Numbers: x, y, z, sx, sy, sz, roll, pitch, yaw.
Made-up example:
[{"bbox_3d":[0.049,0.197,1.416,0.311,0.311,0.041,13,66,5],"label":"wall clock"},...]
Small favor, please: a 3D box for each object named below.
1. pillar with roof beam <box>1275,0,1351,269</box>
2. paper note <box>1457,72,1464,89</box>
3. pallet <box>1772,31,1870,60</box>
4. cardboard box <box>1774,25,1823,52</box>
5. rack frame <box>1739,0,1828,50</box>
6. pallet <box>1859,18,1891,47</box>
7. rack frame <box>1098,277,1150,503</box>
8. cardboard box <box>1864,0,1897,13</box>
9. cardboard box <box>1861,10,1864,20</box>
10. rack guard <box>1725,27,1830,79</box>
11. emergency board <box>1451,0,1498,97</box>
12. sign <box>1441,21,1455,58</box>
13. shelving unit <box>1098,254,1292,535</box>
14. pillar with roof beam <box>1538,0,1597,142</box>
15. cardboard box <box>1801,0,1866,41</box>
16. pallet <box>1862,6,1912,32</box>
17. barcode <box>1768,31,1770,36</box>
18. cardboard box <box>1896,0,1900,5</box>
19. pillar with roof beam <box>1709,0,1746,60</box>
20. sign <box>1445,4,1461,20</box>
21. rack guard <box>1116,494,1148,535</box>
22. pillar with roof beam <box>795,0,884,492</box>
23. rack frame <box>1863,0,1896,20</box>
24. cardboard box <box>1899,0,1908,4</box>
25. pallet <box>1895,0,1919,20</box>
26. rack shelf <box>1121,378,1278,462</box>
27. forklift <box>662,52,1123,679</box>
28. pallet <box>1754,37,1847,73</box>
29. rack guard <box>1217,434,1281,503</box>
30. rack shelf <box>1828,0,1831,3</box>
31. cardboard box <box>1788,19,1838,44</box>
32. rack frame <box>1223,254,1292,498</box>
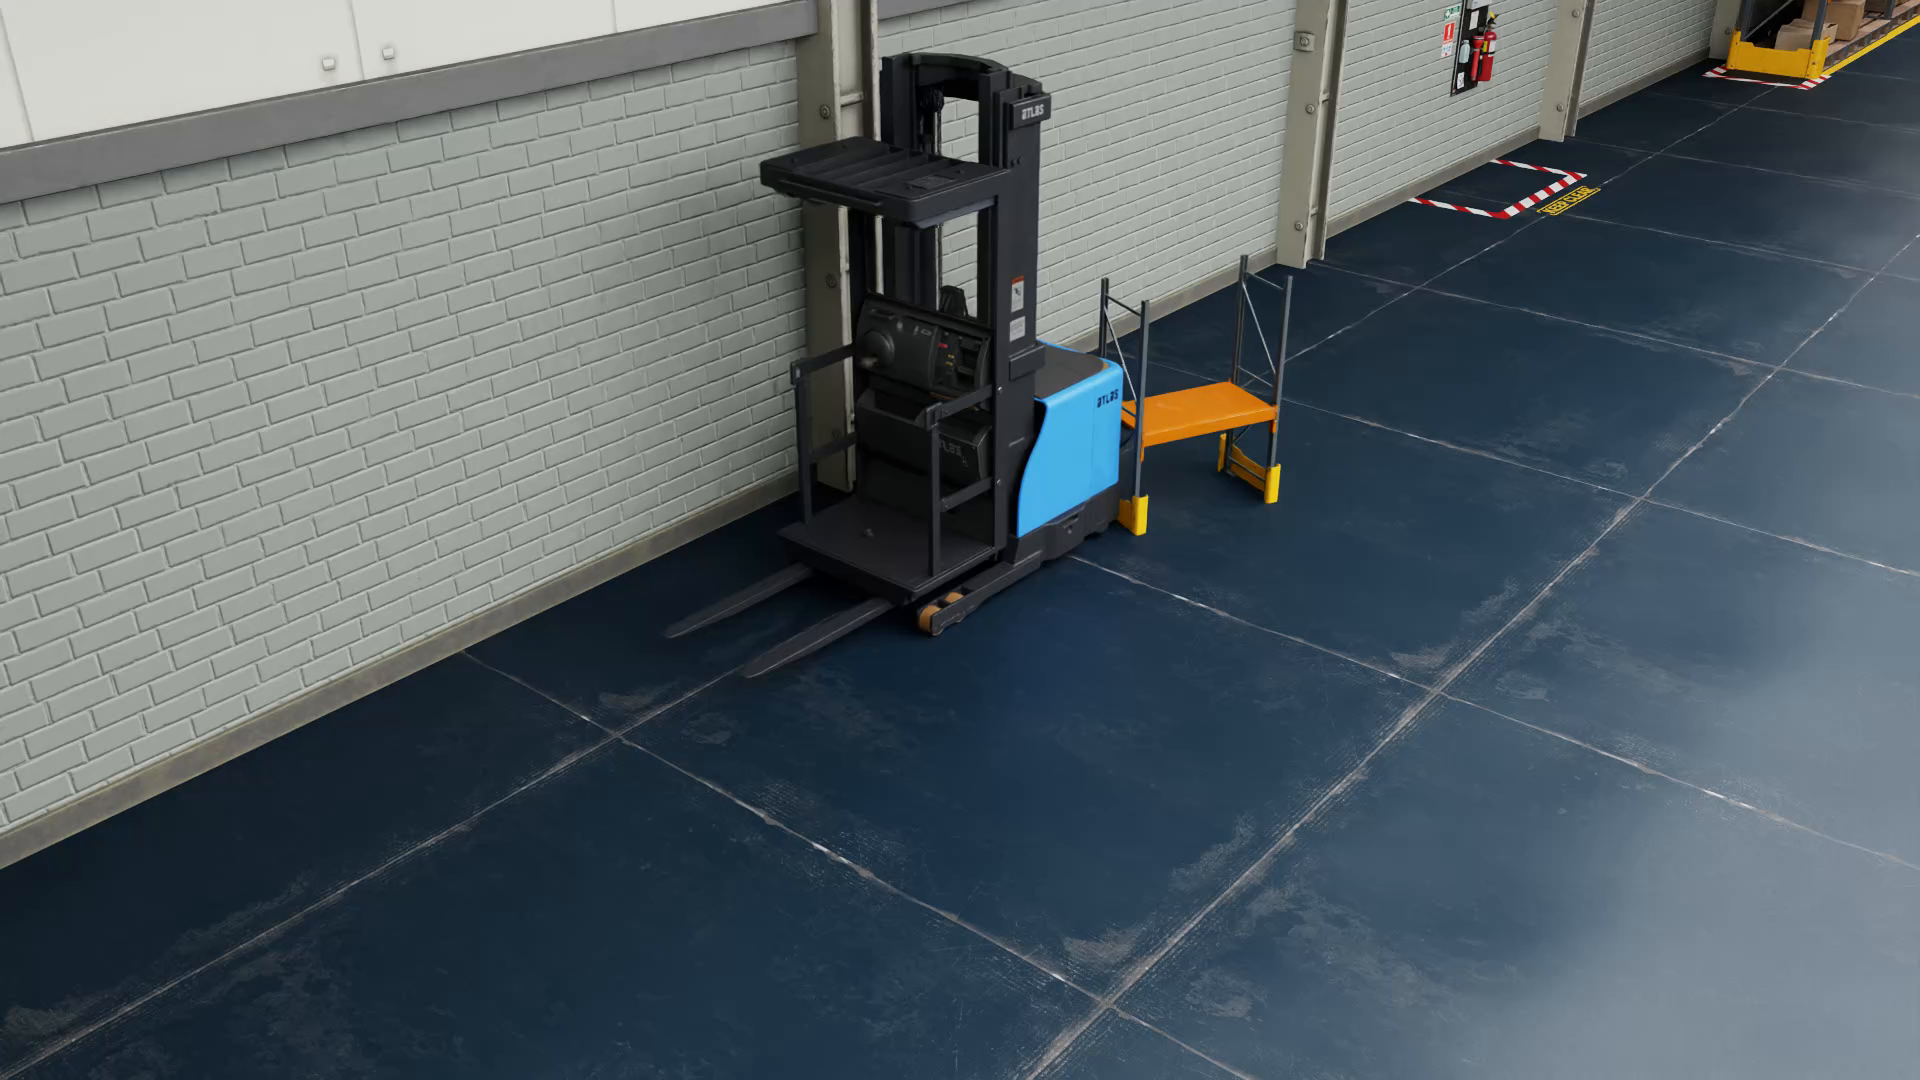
[{"bbox_3d":[6.413,-5.293,10.688,9.100,9.000,0.400,21,34,34],"label":"pillar with roof beam"},{"bbox_3d":[5.140,-4.715,17.058,0.016,0.148,0.142,21,34,34],"label":"paper note"},{"bbox_3d":[12.315,-7.137,23.816,1.003,0.211,1.213,21,34,34],"label":"pallet"},{"bbox_3d":[11.456,-6.860,22.694,0.500,0.311,0.500,17,32,29],"label":"cardboard box"},{"bbox_3d":[10.946,-7.640,21.754,1.000,3.000,0.127,21,34,34],"label":"rack frame"},{"bbox_3d":[13.091,-7.571,24.656,1.003,0.211,1.213,21,34,34],"label":"pallet"},{"bbox_3d":[0.980,-0.821,10.204,0.032,1.500,0.500,-13,30,-23],"label":"rack frame"},{"bbox_3d":[13.946,-8.409,25.482,0.700,0.500,0.500,22,35,36],"label":"cardboard box"},{"bbox_3d":[13.173,-7.797,24.662,0.380,0.166,0.250,16,31,28],"label":"cardboard box"},{"bbox_3d":[10.995,-6.557,22.380,1.175,0.500,0.348,21,34,34],"label":"rack guard"},{"bbox_3d":[5.306,-5.149,16.938,0.194,1.169,0.643,21,34,34],"label":"emergency board"},{"bbox_3d":[4.875,-4.999,16.609,0.001,0.329,0.234,21,34,34],"label":"sign"},{"bbox_3d":[1.443,-0.927,10.409,1.083,1.500,0.587,-13,30,-23],"label":"shelving unit"},{"bbox_3d":[10.229,-7.420,14.800,9.100,9.000,0.400,21,34,34],"label":"pillar with roof beam"},{"bbox_3d":[12.324,-7.392,23.516,0.700,0.500,0.500,18,33,31],"label":"cardboard box"},{"bbox_3d":[13.985,-8.096,25.670,1.003,0.211,1.213,21,34,34],"label":"pallet"},{"bbox_3d":[11.159,-6.988,22.930,0.001,0.075,0.075,21,34,34],"label":"barcode"},{"bbox_3d":[14.236,-8.607,25.865,0.700,0.500,0.500,20,33,33],"label":"cardboard box"},{"bbox_3d":[14.046,-9.547,18.912,9.100,9.000,0.400,21,34,34],"label":"pillar with roof beam"},{"bbox_3d":[4.885,-5.233,16.486,0.001,0.109,0.331,21,34,34],"label":"sign"},{"bbox_3d":[0.997,-0.270,10.499,0.087,0.250,0.587,-13,30,-23],"label":"rack guard"},{"bbox_3d":[2.597,-3.166,6.575,9.100,9.000,0.400,21,34,34],"label":"pillar with roof beam"},{"bbox_3d":[13.490,-9.058,24.495,1.000,3.000,0.127,21,34,34],"label":"rack frame"},{"bbox_3d":[14.591,-8.776,26.192,0.700,0.500,0.500,21,34,35],"label":"cardboard box"},{"bbox_3d":[14.760,-8.531,26.510,1.003,0.211,1.213,21,34,34],"label":"pallet"},{"bbox_3d":[1.435,-0.765,10.488,1.000,0.185,0.538,-13,30,-23],"label":"rack shelf"},{"bbox_3d":[-0.345,-1.033,9.056,1.130,2.935,3.031,21,34,35],"label":"forklift"},{"bbox_3d":[11.539,-6.706,22.984,1.003,0.211,1.213,21,34,34],"label":"pallet"},{"bbox_3d":[1.888,-0.474,10.894,0.087,0.250,0.587,-13,30,-23],"label":"rack guard"},{"bbox_3d":[12.218,-8.030,23.290,1.077,0.370,4.000,21,34,34],"label":"rack shelf"},{"bbox_3d":[11.818,-7.062,23.085,0.500,0.311,0.500,24,36,38],"label":"cardboard box"},{"bbox_3d":[1.890,-1.029,10.607,0.032,1.500,0.500,-13,30,-23],"label":"rack frame"}]
